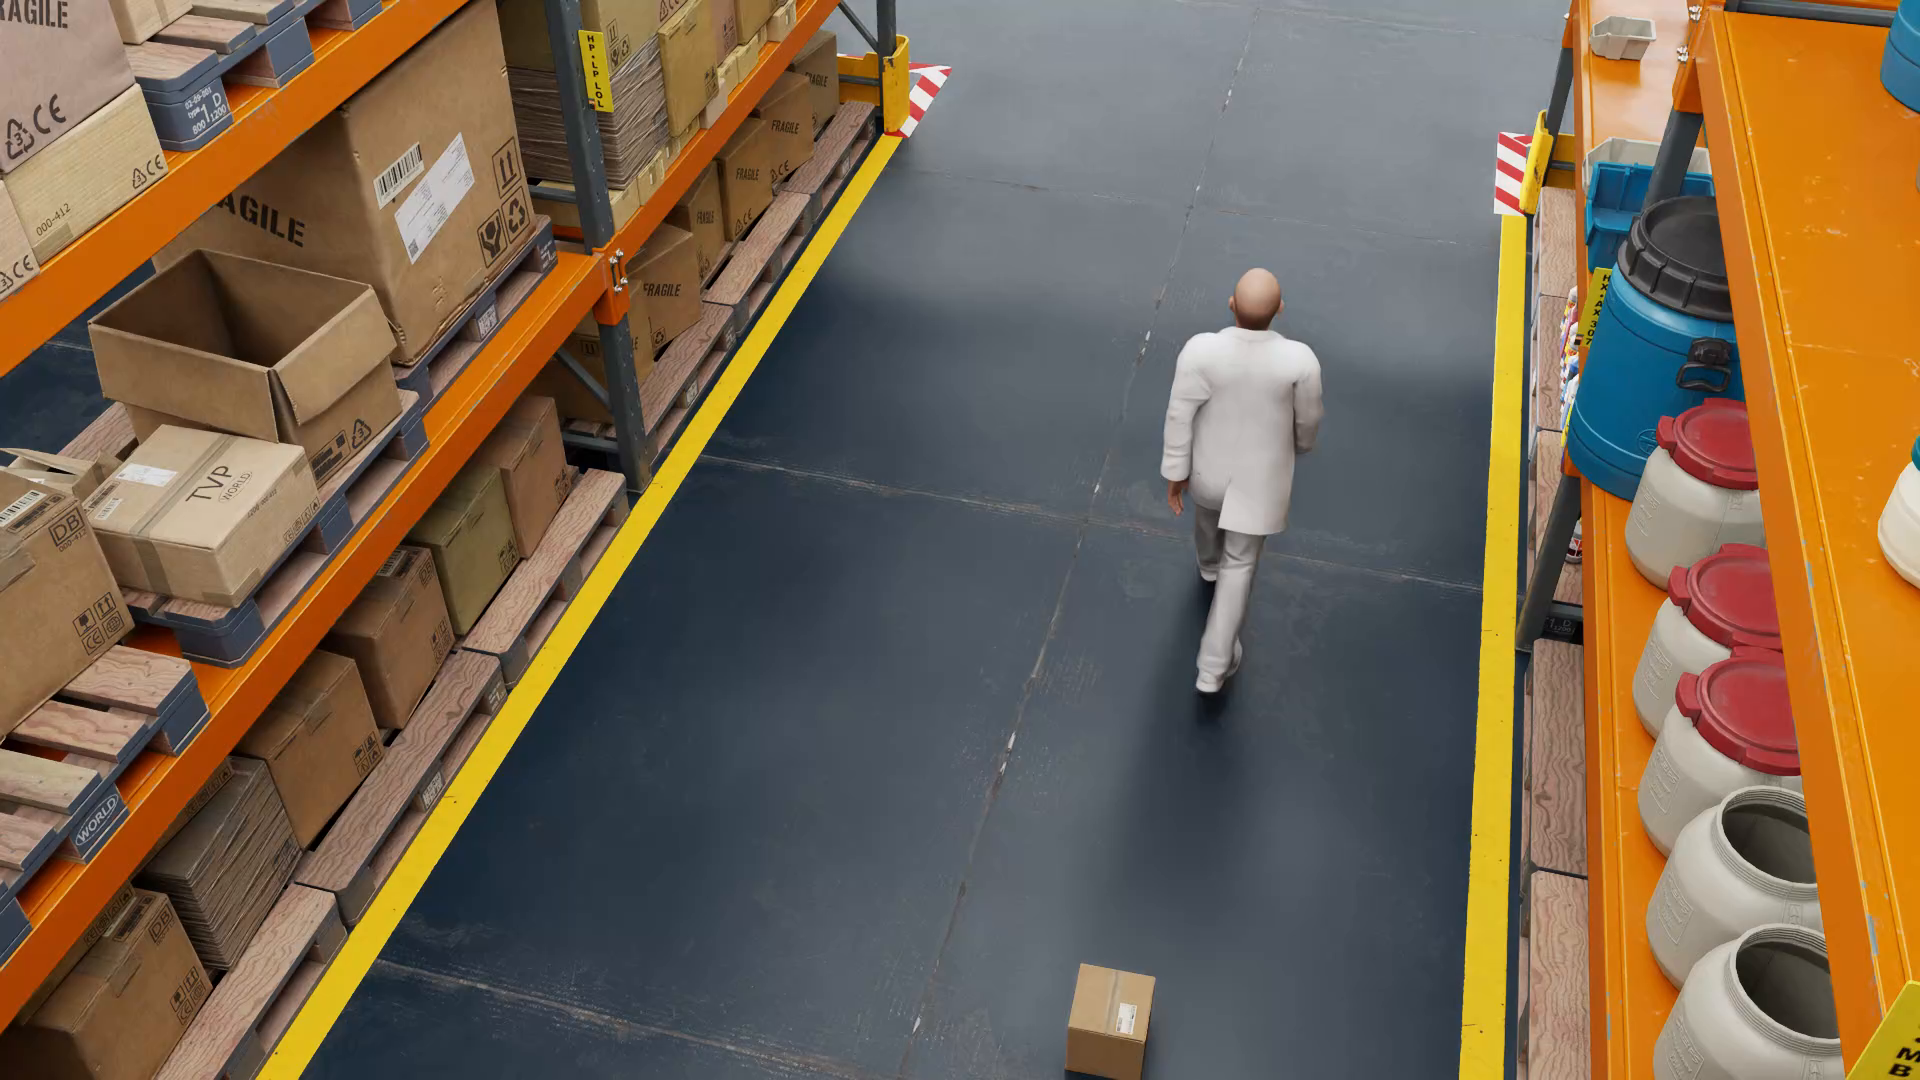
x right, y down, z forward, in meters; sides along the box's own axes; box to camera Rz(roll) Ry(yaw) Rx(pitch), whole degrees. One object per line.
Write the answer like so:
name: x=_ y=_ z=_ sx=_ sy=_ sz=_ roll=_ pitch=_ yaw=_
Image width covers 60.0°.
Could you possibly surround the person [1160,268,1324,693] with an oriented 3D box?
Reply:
person: x=1.106 y=-0.326 z=6.549 sx=0.576 sy=1.726 sz=1.151 roll=12 pitch=42 yaw=14
